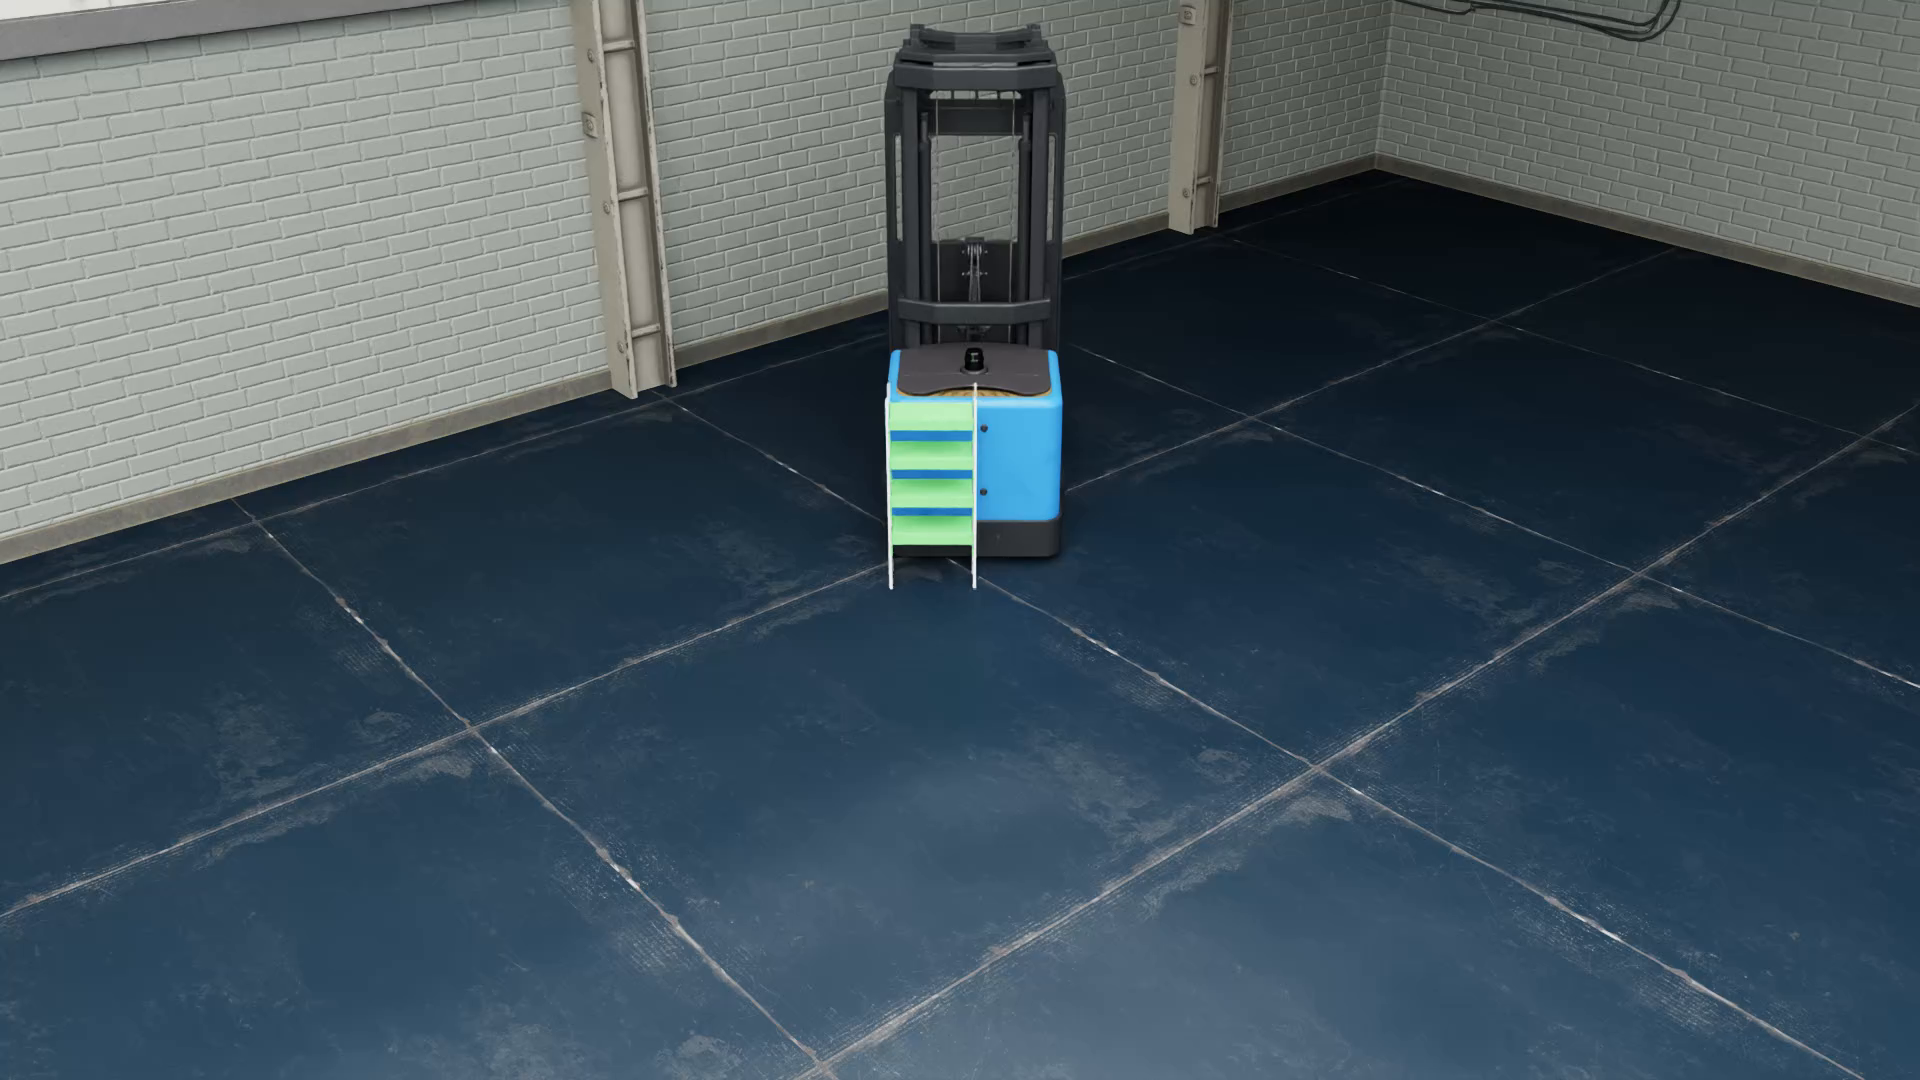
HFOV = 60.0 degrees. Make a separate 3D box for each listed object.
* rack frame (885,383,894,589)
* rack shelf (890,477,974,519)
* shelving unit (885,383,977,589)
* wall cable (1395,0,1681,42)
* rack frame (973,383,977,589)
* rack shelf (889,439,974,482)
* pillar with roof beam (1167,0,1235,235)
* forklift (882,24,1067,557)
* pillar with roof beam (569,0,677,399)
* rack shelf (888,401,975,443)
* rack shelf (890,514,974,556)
[{"bbox_3d":[-0.403,-0.297,9.534,0.015,1.200,0.240,0,28,0],"label":"rack frame"},{"bbox_3d":[-0.159,-0.241,9.563,0.480,0.148,0.258,0,28,0],"label":"rack shelf"},{"bbox_3d":[-0.159,-0.297,9.533,0.503,1.200,0.258,0,28,0],"label":"shelving unit"},{"bbox_3d":[5.308,-6.009,15.242,0.112,2.526,3.097,-22,35,-35],"label":"wall cable"},{"bbox_3d":[0.085,-0.297,9.533,0.015,1.200,0.240,0,28,0],"label":"rack frame"},{"bbox_3d":[-0.159,-0.453,9.450,0.480,0.148,0.258,0,28,0],"label":"rack shelf"},{"bbox_3d":[5.003,-5.408,10.822,0.400,9.000,9.100,-22,35,-35],"label":"pillar with roof beam"},{"bbox_3d":[0.092,-1.844,10.591,1.130,2.935,3.031,0,28,0],"label":"forklift"},{"bbox_3d":[0.438,-3.573,7.388,0.400,9.000,9.100,-22,35,-35],"label":"pillar with roof beam"},{"bbox_3d":[-0.159,-0.664,9.337,0.480,0.148,0.258,0,28,0],"label":"rack shelf"},{"bbox_3d":[-0.159,-0.029,9.677,0.480,0.148,0.258,0,28,0],"label":"rack shelf"}]
